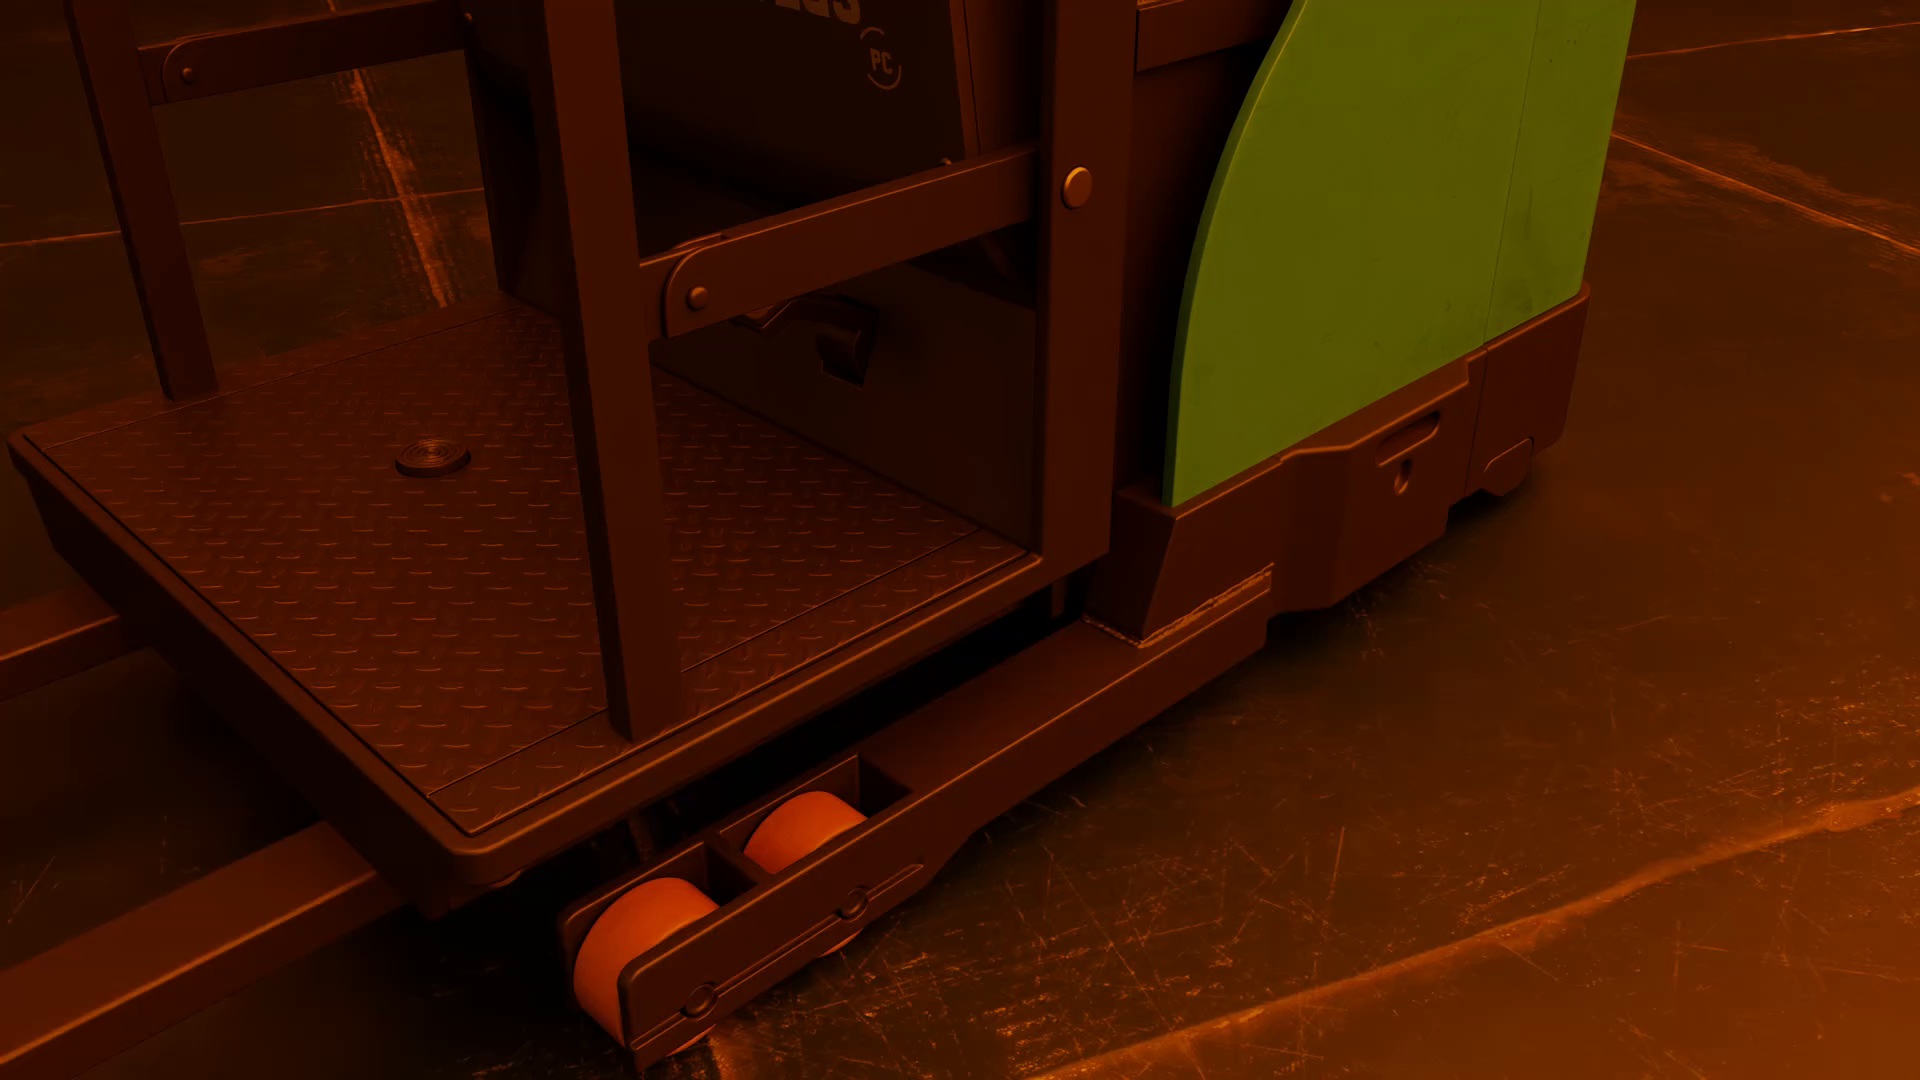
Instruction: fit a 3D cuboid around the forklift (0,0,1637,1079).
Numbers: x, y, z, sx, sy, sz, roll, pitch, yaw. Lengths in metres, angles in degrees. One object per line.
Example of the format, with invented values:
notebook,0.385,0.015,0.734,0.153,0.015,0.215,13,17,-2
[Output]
forklift,-0.435,-1.063,1.405,3.031,2.935,1.130,-26,39,-37
